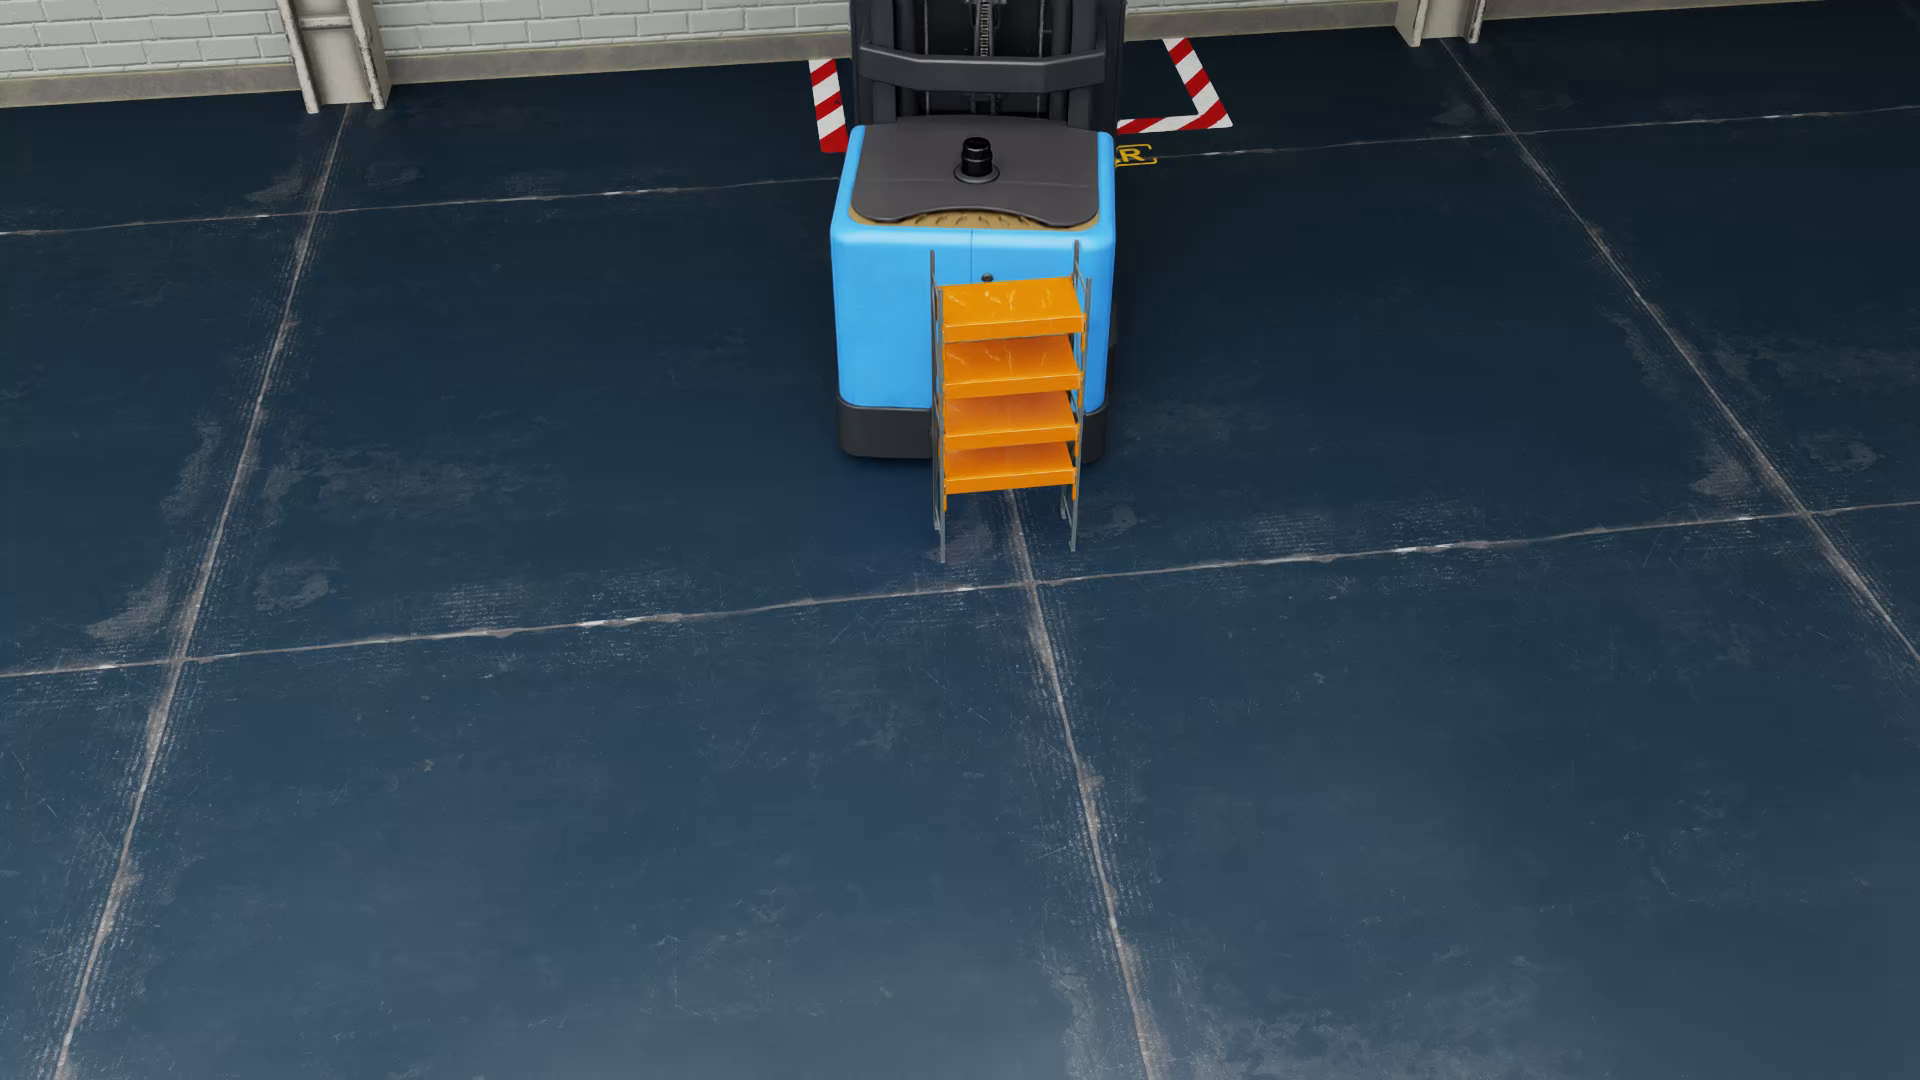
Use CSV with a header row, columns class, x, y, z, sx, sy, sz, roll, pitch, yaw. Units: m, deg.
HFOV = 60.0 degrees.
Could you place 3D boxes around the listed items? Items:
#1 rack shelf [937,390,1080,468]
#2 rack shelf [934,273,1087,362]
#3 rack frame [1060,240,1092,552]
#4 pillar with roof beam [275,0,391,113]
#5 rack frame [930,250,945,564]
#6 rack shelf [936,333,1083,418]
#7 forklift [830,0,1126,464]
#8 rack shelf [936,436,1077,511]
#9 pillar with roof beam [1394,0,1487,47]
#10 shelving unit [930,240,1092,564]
class,x,y,z,sx,sy,sz,roll,pitch,yaw
rack shelf,0.164,-0.410,5.909,0.480,0.148,0.258,-5,42,-6
rack shelf,0.164,-0.752,5.601,0.480,0.148,0.258,-5,42,-6
rack frame,0.406,-0.481,5.888,0.015,1.200,0.240,-5,42,-6
pillar with roof beam,-2.693,-2.844,2.684,0.400,9.000,9.100,-5,42,-6
rack frame,-0.078,-0.439,5.841,0.015,1.200,0.240,-5,42,-6
rack shelf,0.164,-0.576,5.759,0.480,0.148,0.258,-5,42,-6
forklift,0.123,-2.356,6.674,1.130,2.935,3.031,2,42,2
rack shelf,0.164,-0.262,6.042,0.480,0.148,0.258,-5,42,-6
pillar with roof beam,3.257,-3.365,3.262,0.400,9.000,9.100,-5,42,-6
shelving unit,0.164,-0.460,5.864,0.503,1.200,0.258,-5,42,-6
